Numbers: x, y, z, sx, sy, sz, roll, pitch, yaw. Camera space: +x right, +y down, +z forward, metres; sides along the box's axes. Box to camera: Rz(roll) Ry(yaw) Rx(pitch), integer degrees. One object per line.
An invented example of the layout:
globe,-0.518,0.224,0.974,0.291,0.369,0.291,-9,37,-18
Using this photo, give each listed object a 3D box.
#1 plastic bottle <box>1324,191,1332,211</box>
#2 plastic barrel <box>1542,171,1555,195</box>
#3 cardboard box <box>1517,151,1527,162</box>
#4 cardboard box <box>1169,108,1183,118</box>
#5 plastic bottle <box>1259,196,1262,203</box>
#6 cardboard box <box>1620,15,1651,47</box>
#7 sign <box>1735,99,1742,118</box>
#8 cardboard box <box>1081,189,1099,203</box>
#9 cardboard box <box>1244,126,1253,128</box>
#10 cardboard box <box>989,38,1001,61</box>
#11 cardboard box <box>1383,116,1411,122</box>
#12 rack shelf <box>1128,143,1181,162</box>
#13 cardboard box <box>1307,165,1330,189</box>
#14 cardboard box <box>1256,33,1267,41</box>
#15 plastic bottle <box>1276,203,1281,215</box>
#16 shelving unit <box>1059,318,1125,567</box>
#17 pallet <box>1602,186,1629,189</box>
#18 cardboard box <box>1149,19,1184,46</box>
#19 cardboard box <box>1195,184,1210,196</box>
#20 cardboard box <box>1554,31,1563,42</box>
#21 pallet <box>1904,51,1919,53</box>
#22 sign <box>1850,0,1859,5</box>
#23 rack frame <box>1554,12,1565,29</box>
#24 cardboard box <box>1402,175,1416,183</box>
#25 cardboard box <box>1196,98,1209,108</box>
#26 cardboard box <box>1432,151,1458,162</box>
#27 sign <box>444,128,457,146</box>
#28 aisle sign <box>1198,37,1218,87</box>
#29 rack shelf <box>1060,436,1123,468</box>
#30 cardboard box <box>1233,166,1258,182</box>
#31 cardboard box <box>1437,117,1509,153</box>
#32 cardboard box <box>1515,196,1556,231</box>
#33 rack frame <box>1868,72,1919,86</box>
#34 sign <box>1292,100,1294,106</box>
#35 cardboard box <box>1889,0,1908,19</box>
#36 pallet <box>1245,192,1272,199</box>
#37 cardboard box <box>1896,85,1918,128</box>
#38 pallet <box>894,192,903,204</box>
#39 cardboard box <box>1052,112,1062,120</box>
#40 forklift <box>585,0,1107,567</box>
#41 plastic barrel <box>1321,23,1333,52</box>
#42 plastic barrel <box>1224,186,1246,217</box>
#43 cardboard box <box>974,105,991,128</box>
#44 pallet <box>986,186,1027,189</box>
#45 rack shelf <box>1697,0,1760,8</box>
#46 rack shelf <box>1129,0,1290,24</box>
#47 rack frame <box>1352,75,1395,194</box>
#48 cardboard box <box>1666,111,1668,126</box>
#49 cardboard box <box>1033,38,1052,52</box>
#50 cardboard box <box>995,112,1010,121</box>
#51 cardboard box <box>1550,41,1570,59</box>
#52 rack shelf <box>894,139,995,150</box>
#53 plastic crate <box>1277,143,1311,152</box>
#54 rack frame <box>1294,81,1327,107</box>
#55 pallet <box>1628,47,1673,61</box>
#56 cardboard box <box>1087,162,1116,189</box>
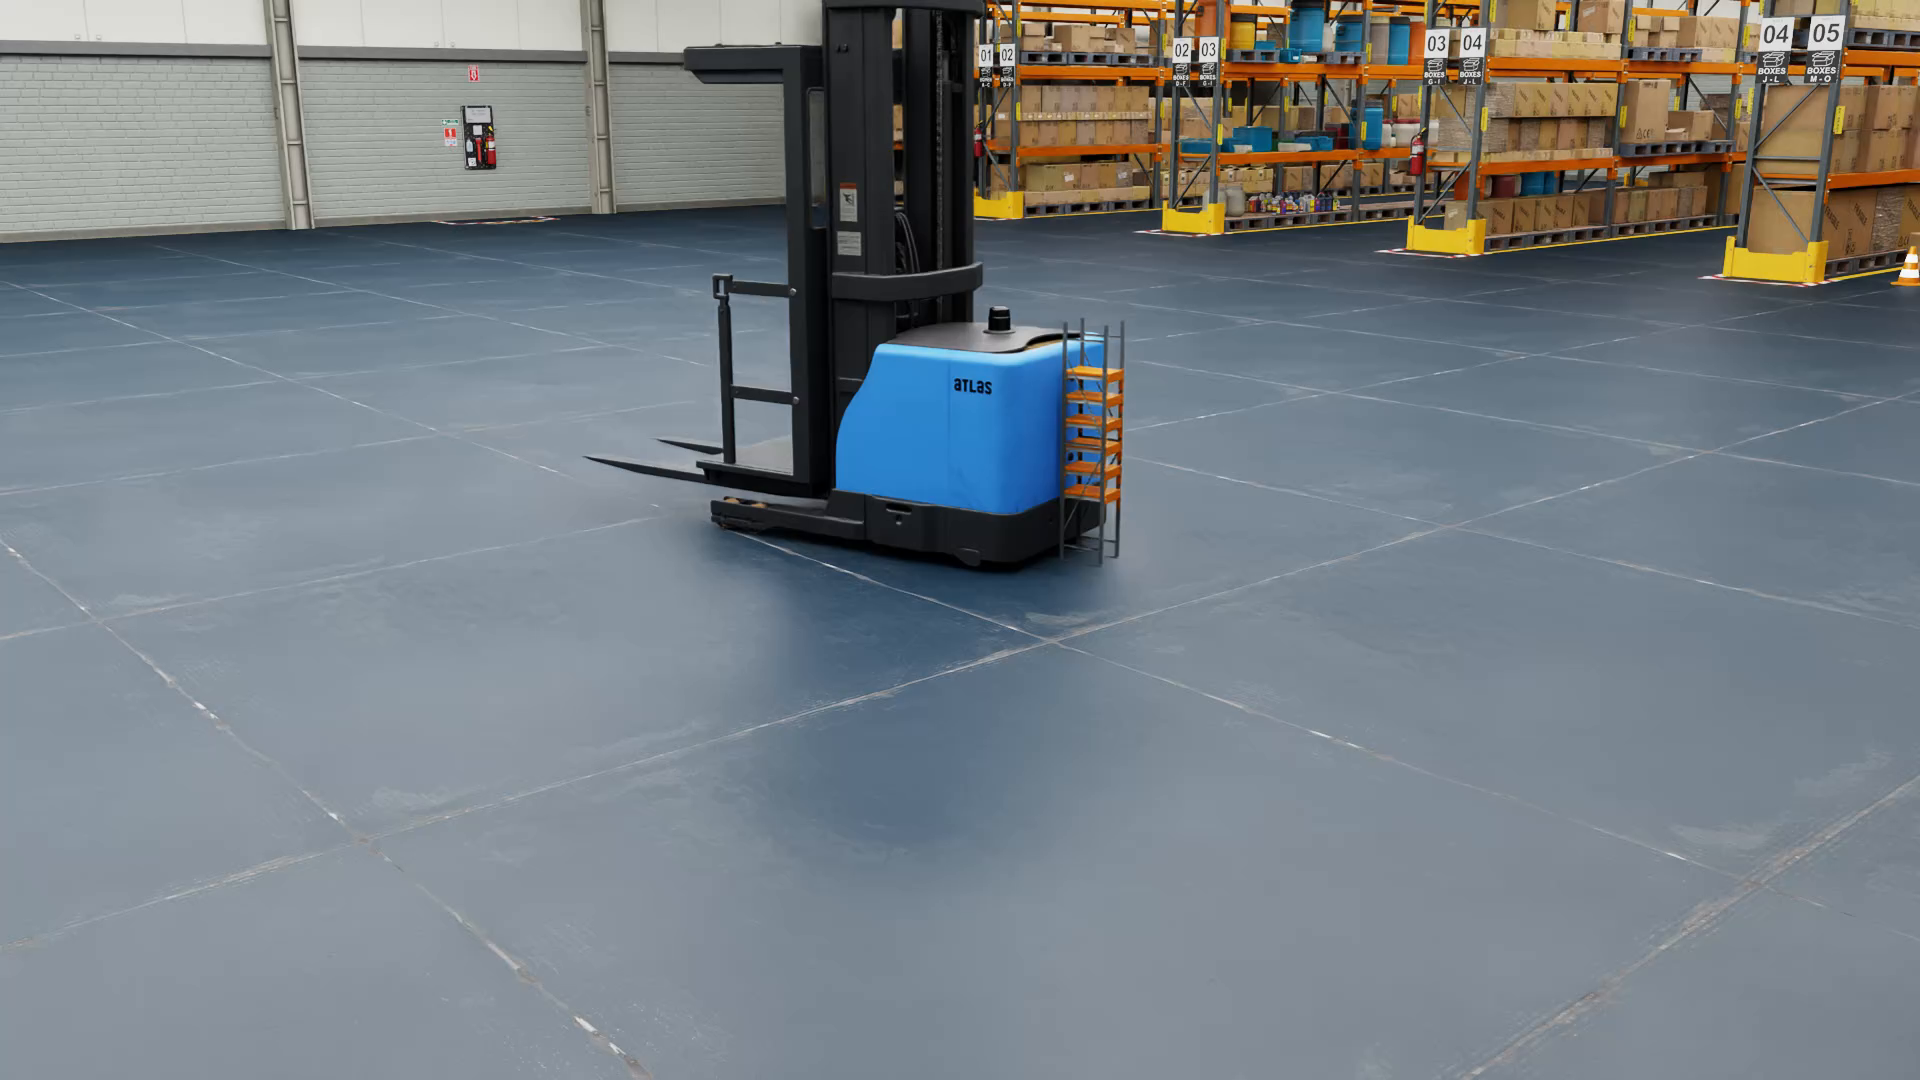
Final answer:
plastic bottle,6.706,-6.195,30.409,0.185,0.351,0.144,-13,20,-41
plastic barrel,12.617,-7.883,35.700,0.708,0.901,0.600,-13,19,-39
cardboard box,8.376,-5.831,25.255,0.250,0.149,0.380,-13,19,-39
cardboard box,5.216,-10.528,41.543,0.500,0.500,0.500,-12,19,-38
plastic bottle,5.396,-6.104,30.213,0.135,0.276,0.152,-13,20,-41
cardboard box,10.674,-8.225,26.904,0.637,0.503,0.797,-14,20,-42
sign,13.635,-7.558,29.141,0.005,0.325,0.100,-13,19,-39
cardboard box,2.420,-6.890,33.247,0.500,0.250,0.500,-13,19,-39
cardboard box,6.469,-8.974,36.705,0.500,0.311,0.500,-11,19,-36
cardboard box,0.965,-11.133,37.798,0.500,0.500,0.500,-9,18,-32
cardboard box,10.353,-9.829,39.541,0.500,0.500,0.500,-12,19,-38
rack shelf,5.263,-8.383,35.717,4.000,0.370,1.077,-13,19,-39
cardboard box,8.076,-8.270,37.889,0.500,0.500,0.500,-13,20,-40
cardboard box,7.640,-12.856,43.084,0.500,0.500,0.500,-13,20,-40
plastic bottle,5.636,-5.874,29.499,0.097,0.201,0.097,0,15,0
shelving unit,0.652,-0.482,8.228,0.258,1.200,0.189,9,17,30
pallet,15.408,-7.981,38.218,1.213,0.211,1.003,-13,19,-39
cardboard box,4.246,-10.431,34.199,0.500,0.500,0.500,-12,19,-39
cardboard box,4.997,-7.461,35.385,0.500,0.250,0.500,-13,20,-41
cardboard box,8.947,-7.668,25.351,0.250,0.149,0.380,-14,20,-41
pallet,14.093,-7.002,23.709,1.217,0.209,0.805,-14,20,-42
sign,10.776,-6.603,19.999,0.005,0.325,0.100,-13,19,-39
rack frame,13.038,-11.681,35.042,0.127,3.000,1.000,-13,19,-39
cardboard box,10.894,-8.768,40.402,0.250,0.166,0.380,-13,19,-39
cardboard box,5.958,-11.061,42.086,0.500,0.250,0.500,-12,19,-38
cardboard box,7.316,-5.752,24.960,0.250,0.149,0.380,-13,19,-39
sign,-9.458,-7.481,30.876,0.234,0.329,0.001,-13,19,-39
aisle sign,4.124,-7.936,27.611,0.004,0.787,0.394,-13,19,-39
rack shelf,0.652,-0.439,8.240,0.258,0.103,0.180,9,17,30
cardboard box,6.151,-7.989,36.274,0.500,0.311,0.500,-13,20,-40
cardboard box,7.670,-6.065,24.874,0.500,0.500,0.875,-13,19,-39
cardboard box,9.083,-5.179,26.357,0.500,0.500,0.500,14,20,42
rack frame,19.307,-8.496,34.743,0.127,3.000,1.000,-13,19,-39
sign,9.193,-11.954,45.860,0.005,0.325,0.100,-13,19,-39
cardboard box,11.711,-6.778,21.206,0.500,0.250,0.500,-13,20,-40
pallet,6.125,-7.591,36.758,1.213,0.211,1.003,-13,19,-39
cardboard box,12.297,-5.838,22.410,0.550,0.550,0.875,-13,19,-39
pallet,-1.824,-7.475,36.324,1.213,0.211,1.003,-13,19,-39
cardboard box,1.753,-8.230,32.299,0.250,0.149,0.380,-13,20,-40
forklift,-0.741,-1.551,8.876,3.031,2.935,1.130,9,18,31
plastic barrel,6.549,-9.099,30.157,0.421,0.512,0.421,0,15,0
plastic barrel,4.810,-5.962,29.264,0.421,0.512,0.421,0,15,0
cardboard box,0.346,-9.515,37.358,0.500,0.500,0.500,-13,20,-39
pallet,1.086,-8.141,38.818,1.213,0.211,1.003,-13,19,-39
rack shelf,14.781,-9.837,30.308,4.000,0.370,1.077,-13,19,-39
rack shelf,5.263,-11.088,34.994,4.000,0.370,1.077,-13,19,-39
rack frame,9.789,-9.747,39.429,0.127,3.000,1.000,-13,19,-39
cardboard box,11.501,-7.027,28.232,0.637,0.503,0.797,-10,18,-34
cardboard box,1.432,-9.608,32.301,0.500,0.250,0.500,-13,19,-39
cardboard box,0.900,-8.178,32.103,0.250,0.149,0.380,-13,20,-40
cardboard box,8.921,-7.454,25.322,0.500,0.250,0.500,-12,19,-38
rack shelf,-1.009,-8.669,36.788,4.000,0.370,1.077,-13,19,-39
plastic crate,5.944,-6.975,29.562,0.437,0.136,0.530,-13,19,-39
rack frame,9.552,-11.389,45.574,0.127,3.000,1.000,-13,19,-39
pallet,10.790,-7.905,27.084,1.003,0.211,1.213,-13,19,-39
cardboard box,2.788,-7.340,33.477,0.500,0.500,0.500,-13,19,-39
